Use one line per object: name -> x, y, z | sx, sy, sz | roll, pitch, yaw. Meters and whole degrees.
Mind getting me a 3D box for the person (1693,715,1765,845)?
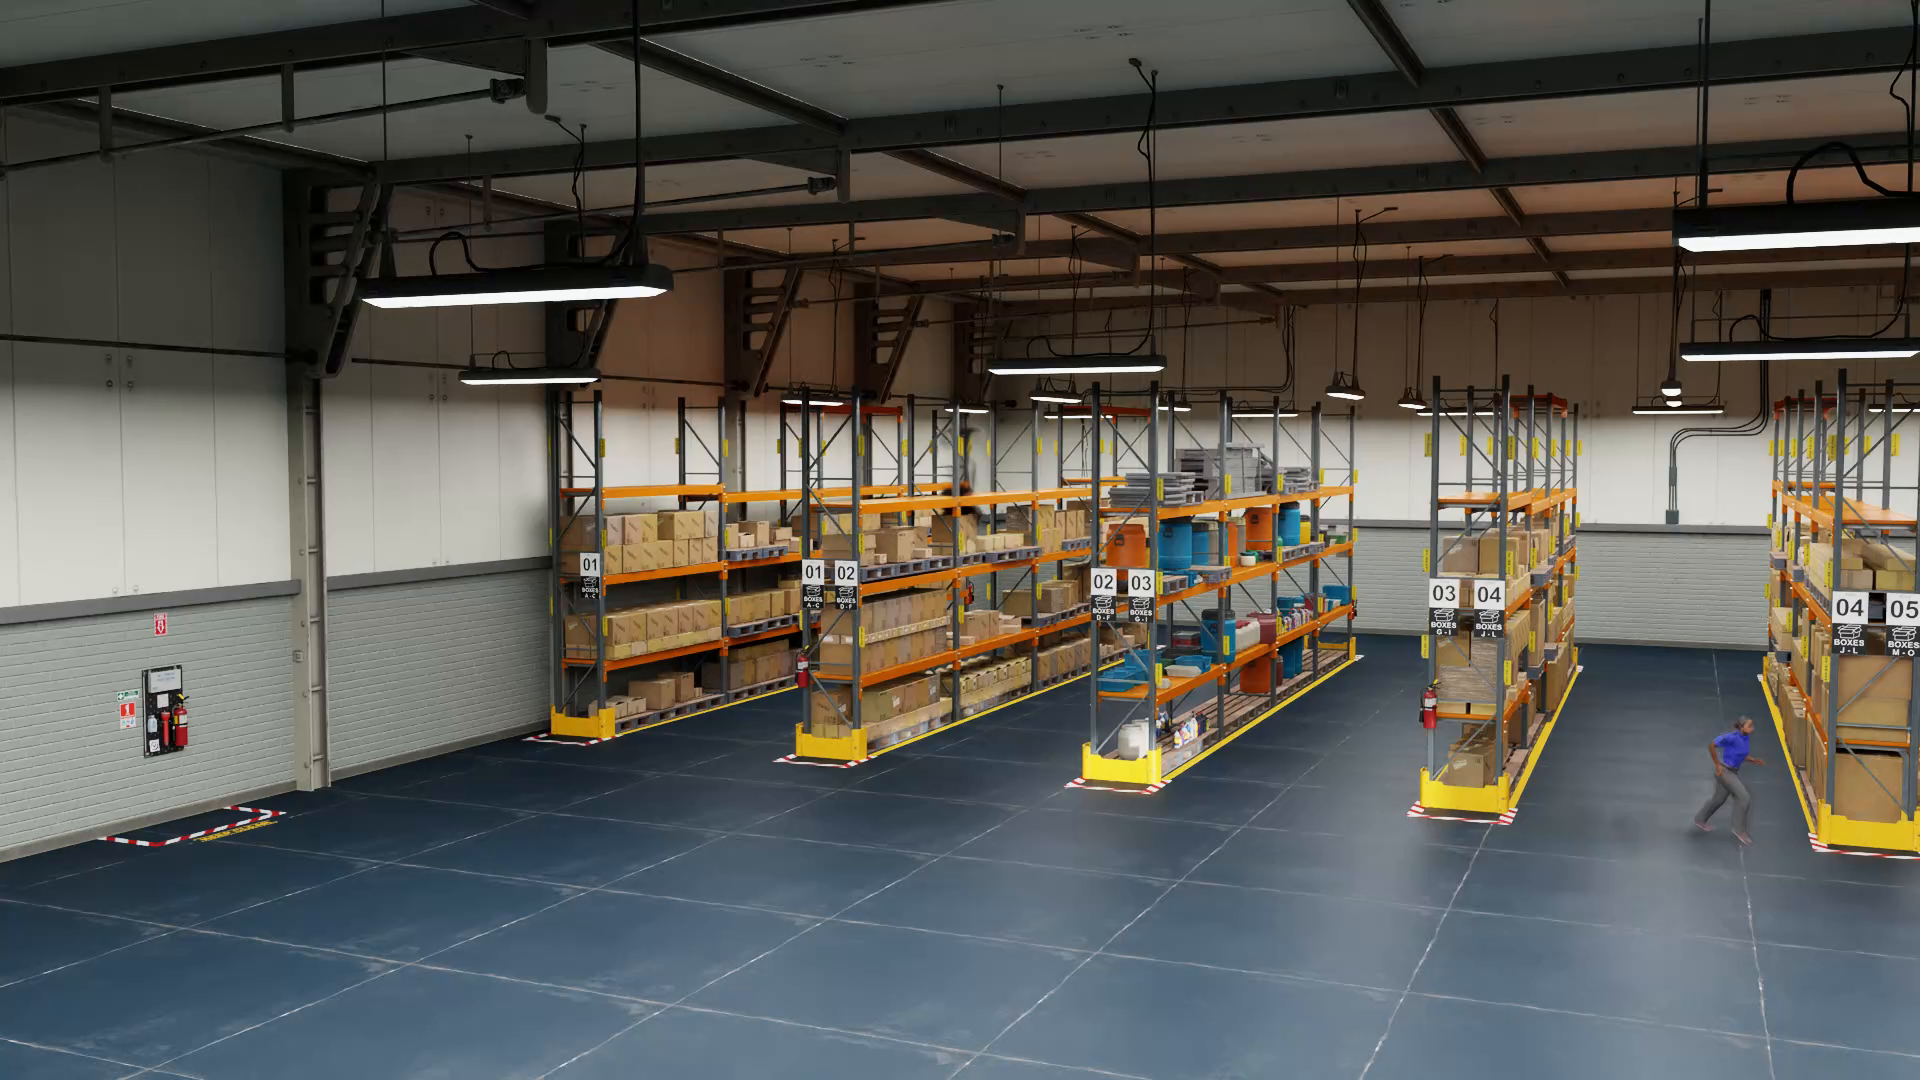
person -> 9.808, 3.038, 21.279 | 0.595, 1.650, 0.863 | -3, 4, -41
